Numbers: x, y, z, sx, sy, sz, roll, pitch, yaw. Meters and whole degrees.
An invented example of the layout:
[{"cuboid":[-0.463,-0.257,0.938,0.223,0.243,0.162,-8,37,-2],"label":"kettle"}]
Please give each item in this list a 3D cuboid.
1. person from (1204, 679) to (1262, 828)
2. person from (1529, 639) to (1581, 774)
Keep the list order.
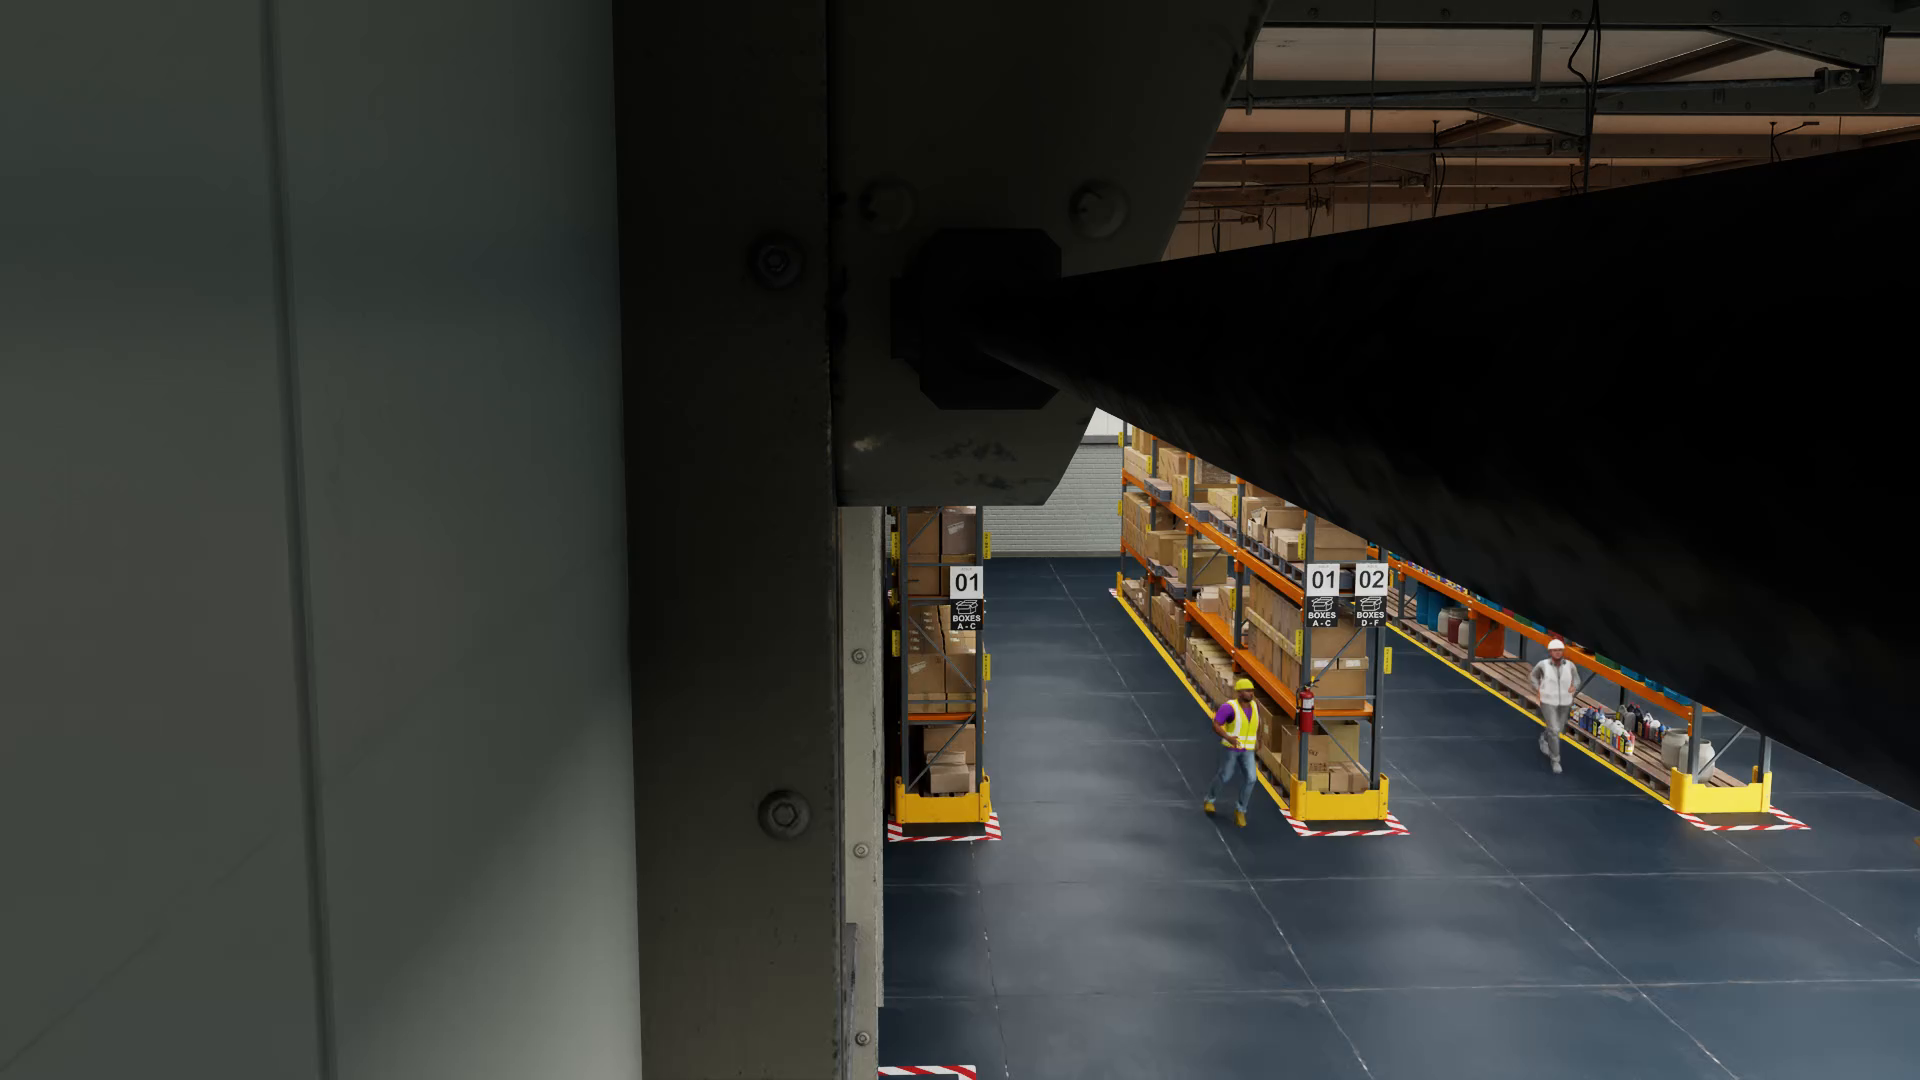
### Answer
[{"cuboid":[3.456,2.601,20.581,0.761,1.784,0.742,-3,9,-20],"label":"person"},{"cuboid":[8.214,2.244,22.933,0.648,1.787,0.890,0,8,0],"label":"person"}]
